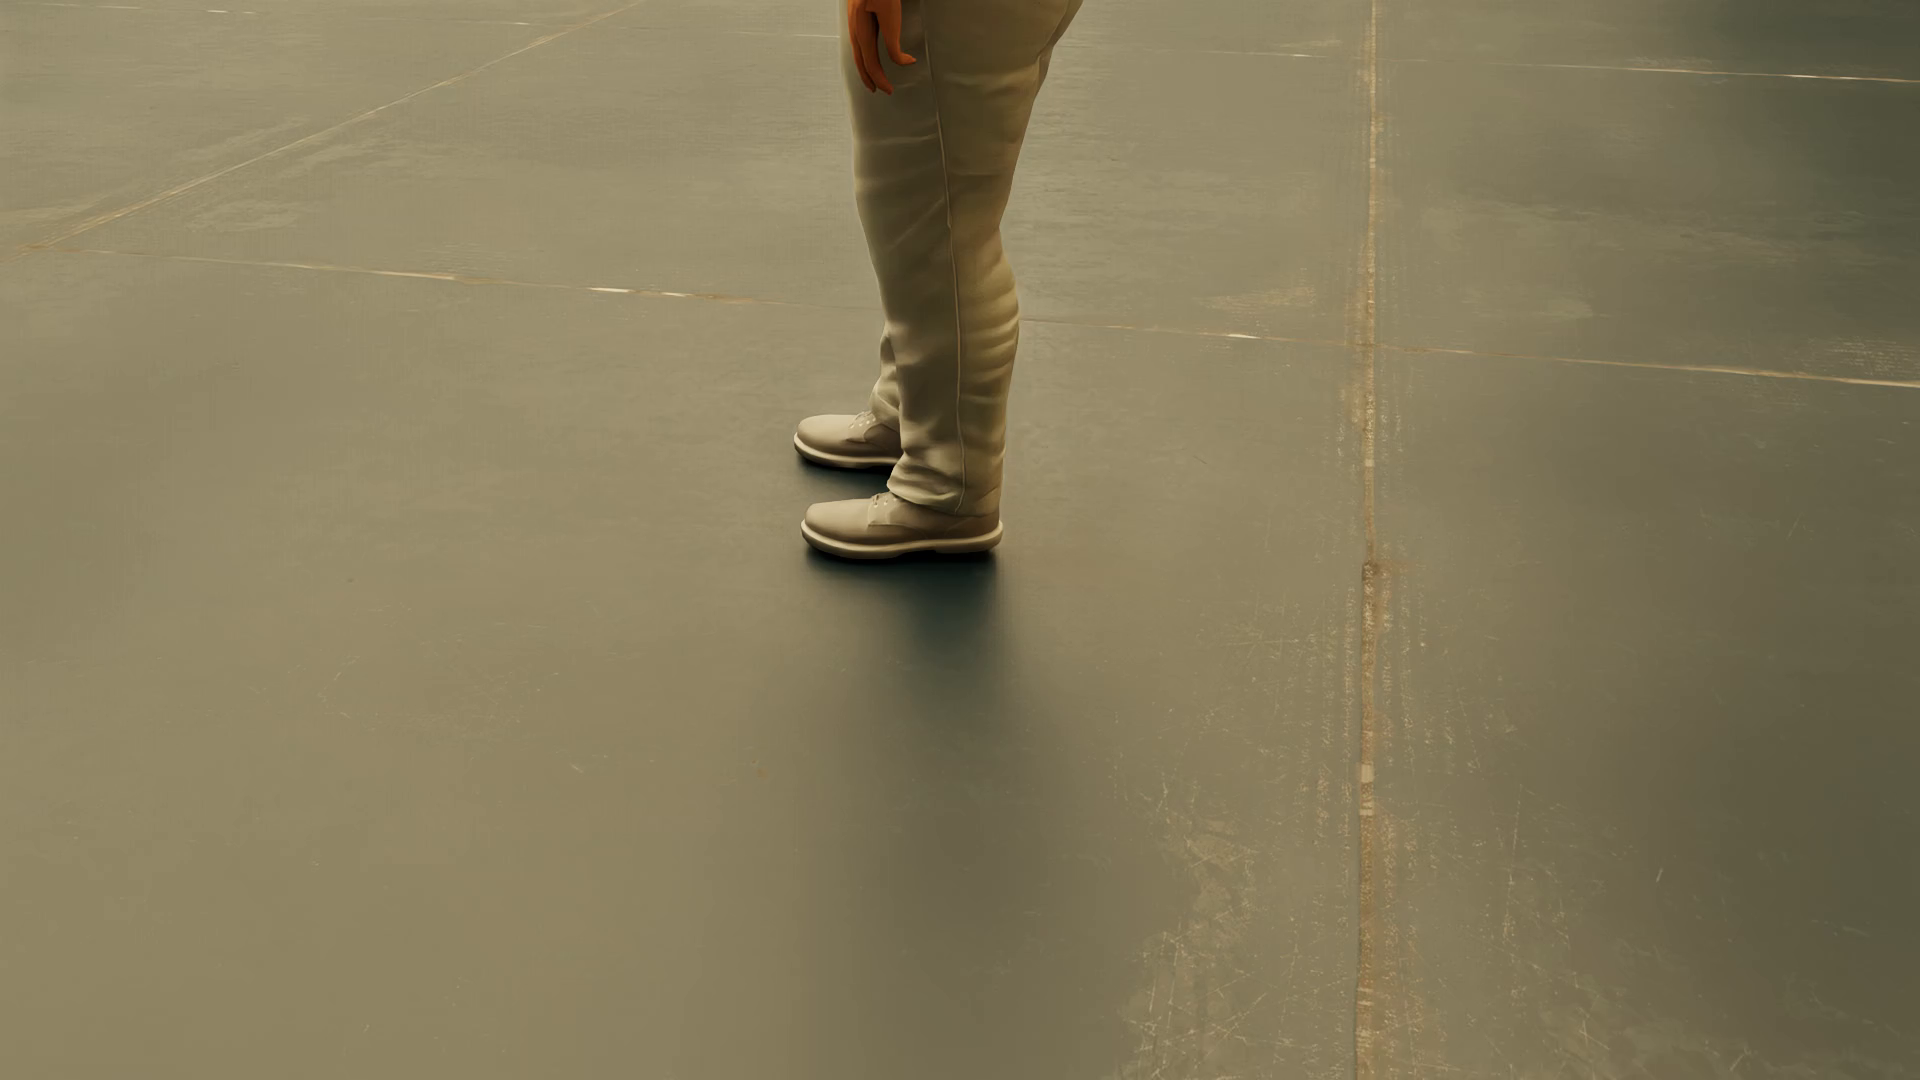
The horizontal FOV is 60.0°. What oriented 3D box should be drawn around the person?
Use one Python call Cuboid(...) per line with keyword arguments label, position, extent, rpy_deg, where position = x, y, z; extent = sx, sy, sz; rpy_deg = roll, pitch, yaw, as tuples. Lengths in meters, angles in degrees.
Cuboid(label="person", position=(-0.070, -0.769, 2.156), extent=(0.529, 1.670, 0.598), rpy_deg=(6, 27, 11))
